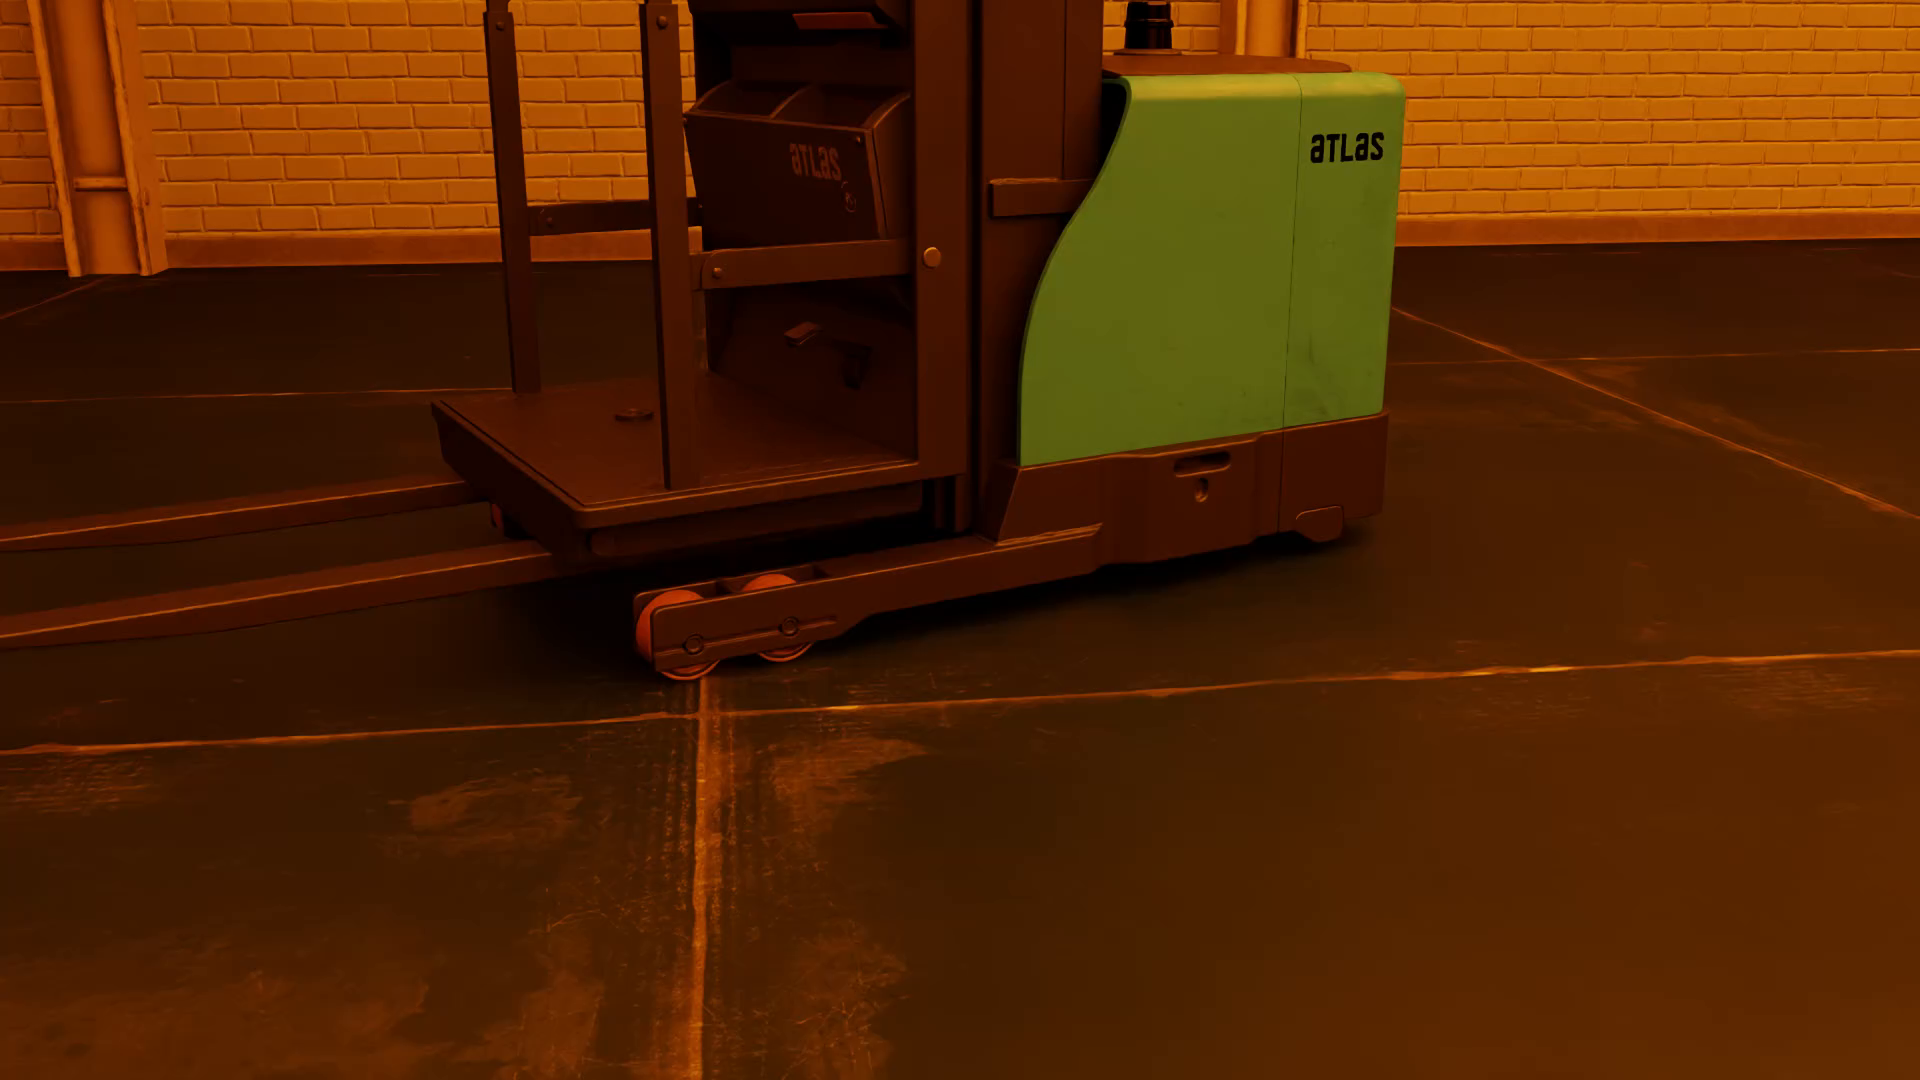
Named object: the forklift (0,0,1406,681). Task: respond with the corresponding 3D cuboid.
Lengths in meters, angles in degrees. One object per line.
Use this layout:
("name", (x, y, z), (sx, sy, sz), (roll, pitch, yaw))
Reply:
("forklift", (-0.526, -1.315, 3.251), (3.031, 2.935, 1.130), (-10, 19, -29))
